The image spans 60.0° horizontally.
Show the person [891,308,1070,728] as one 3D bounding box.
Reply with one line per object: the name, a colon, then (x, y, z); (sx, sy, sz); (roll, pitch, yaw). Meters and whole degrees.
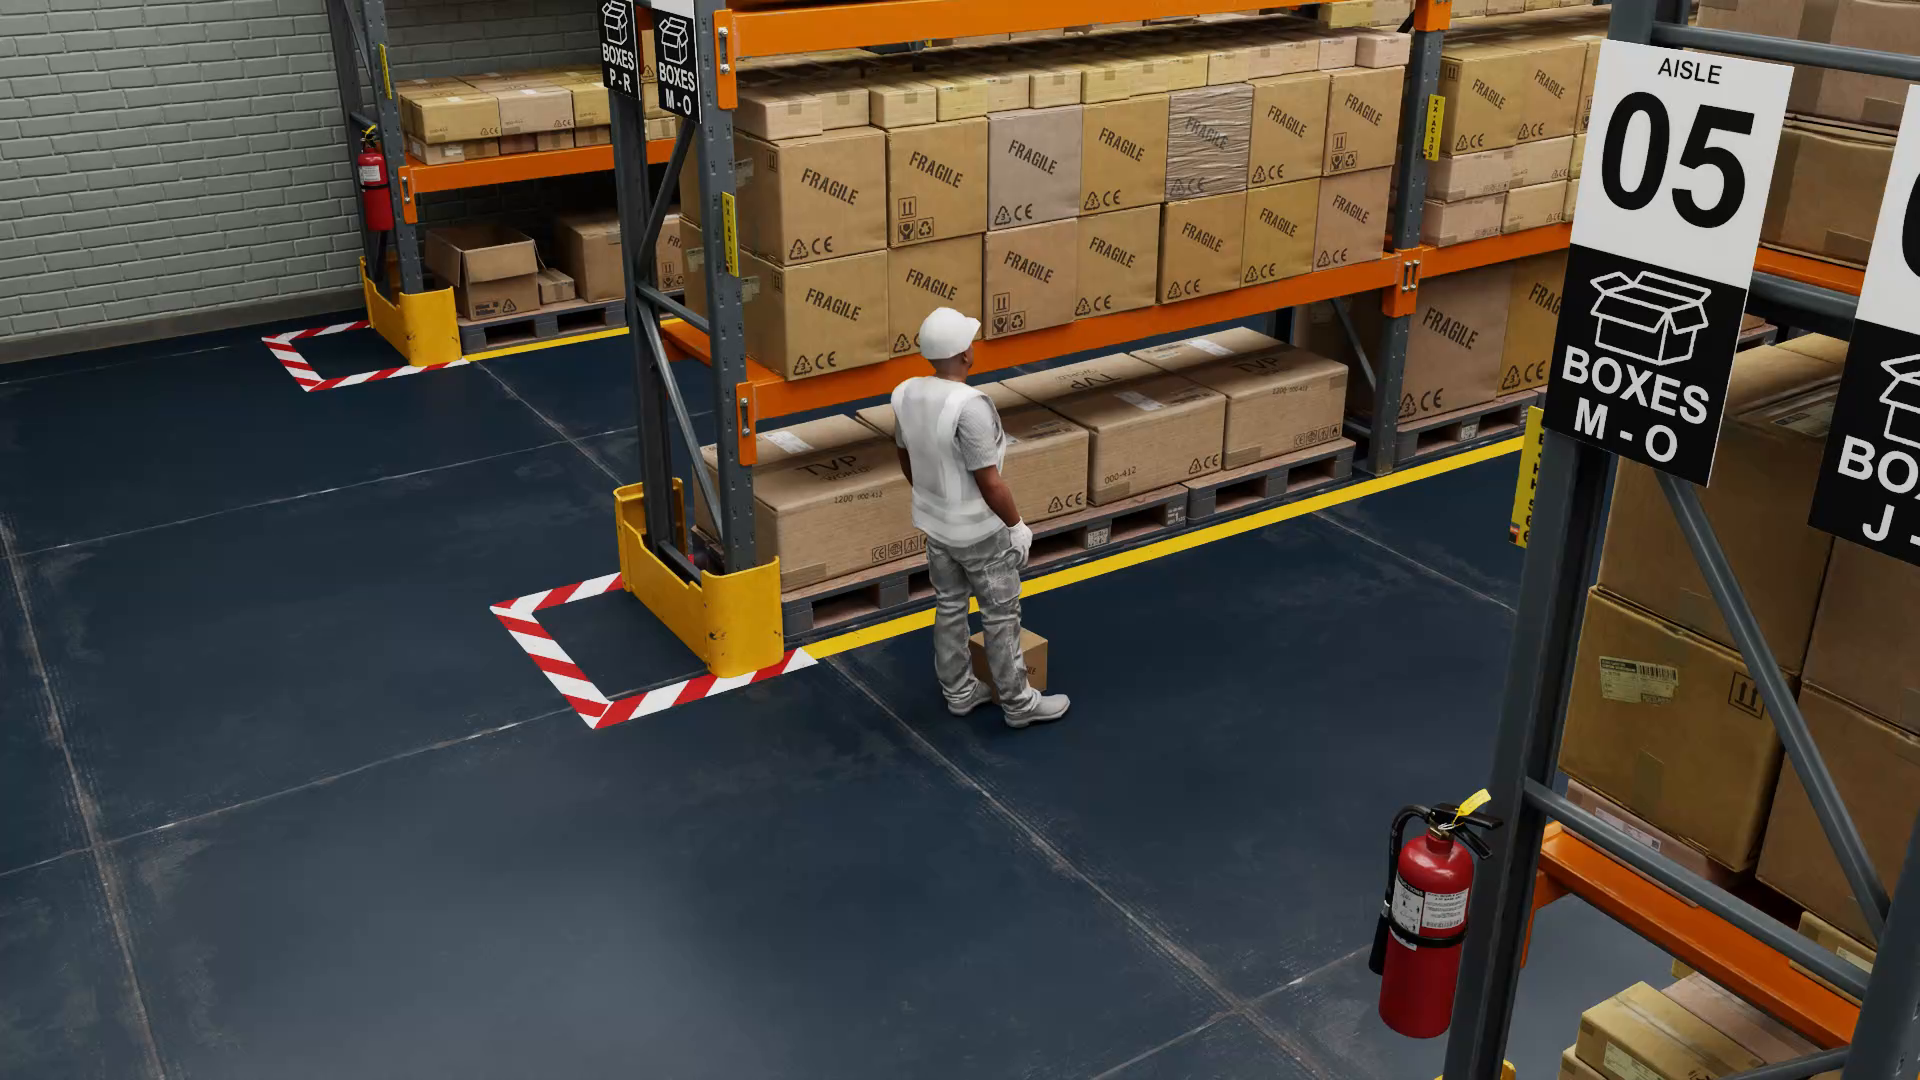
person: (0.073, -0.097, 6.772); (0.576, 1.782, 0.656); (-20, 31, -36)
